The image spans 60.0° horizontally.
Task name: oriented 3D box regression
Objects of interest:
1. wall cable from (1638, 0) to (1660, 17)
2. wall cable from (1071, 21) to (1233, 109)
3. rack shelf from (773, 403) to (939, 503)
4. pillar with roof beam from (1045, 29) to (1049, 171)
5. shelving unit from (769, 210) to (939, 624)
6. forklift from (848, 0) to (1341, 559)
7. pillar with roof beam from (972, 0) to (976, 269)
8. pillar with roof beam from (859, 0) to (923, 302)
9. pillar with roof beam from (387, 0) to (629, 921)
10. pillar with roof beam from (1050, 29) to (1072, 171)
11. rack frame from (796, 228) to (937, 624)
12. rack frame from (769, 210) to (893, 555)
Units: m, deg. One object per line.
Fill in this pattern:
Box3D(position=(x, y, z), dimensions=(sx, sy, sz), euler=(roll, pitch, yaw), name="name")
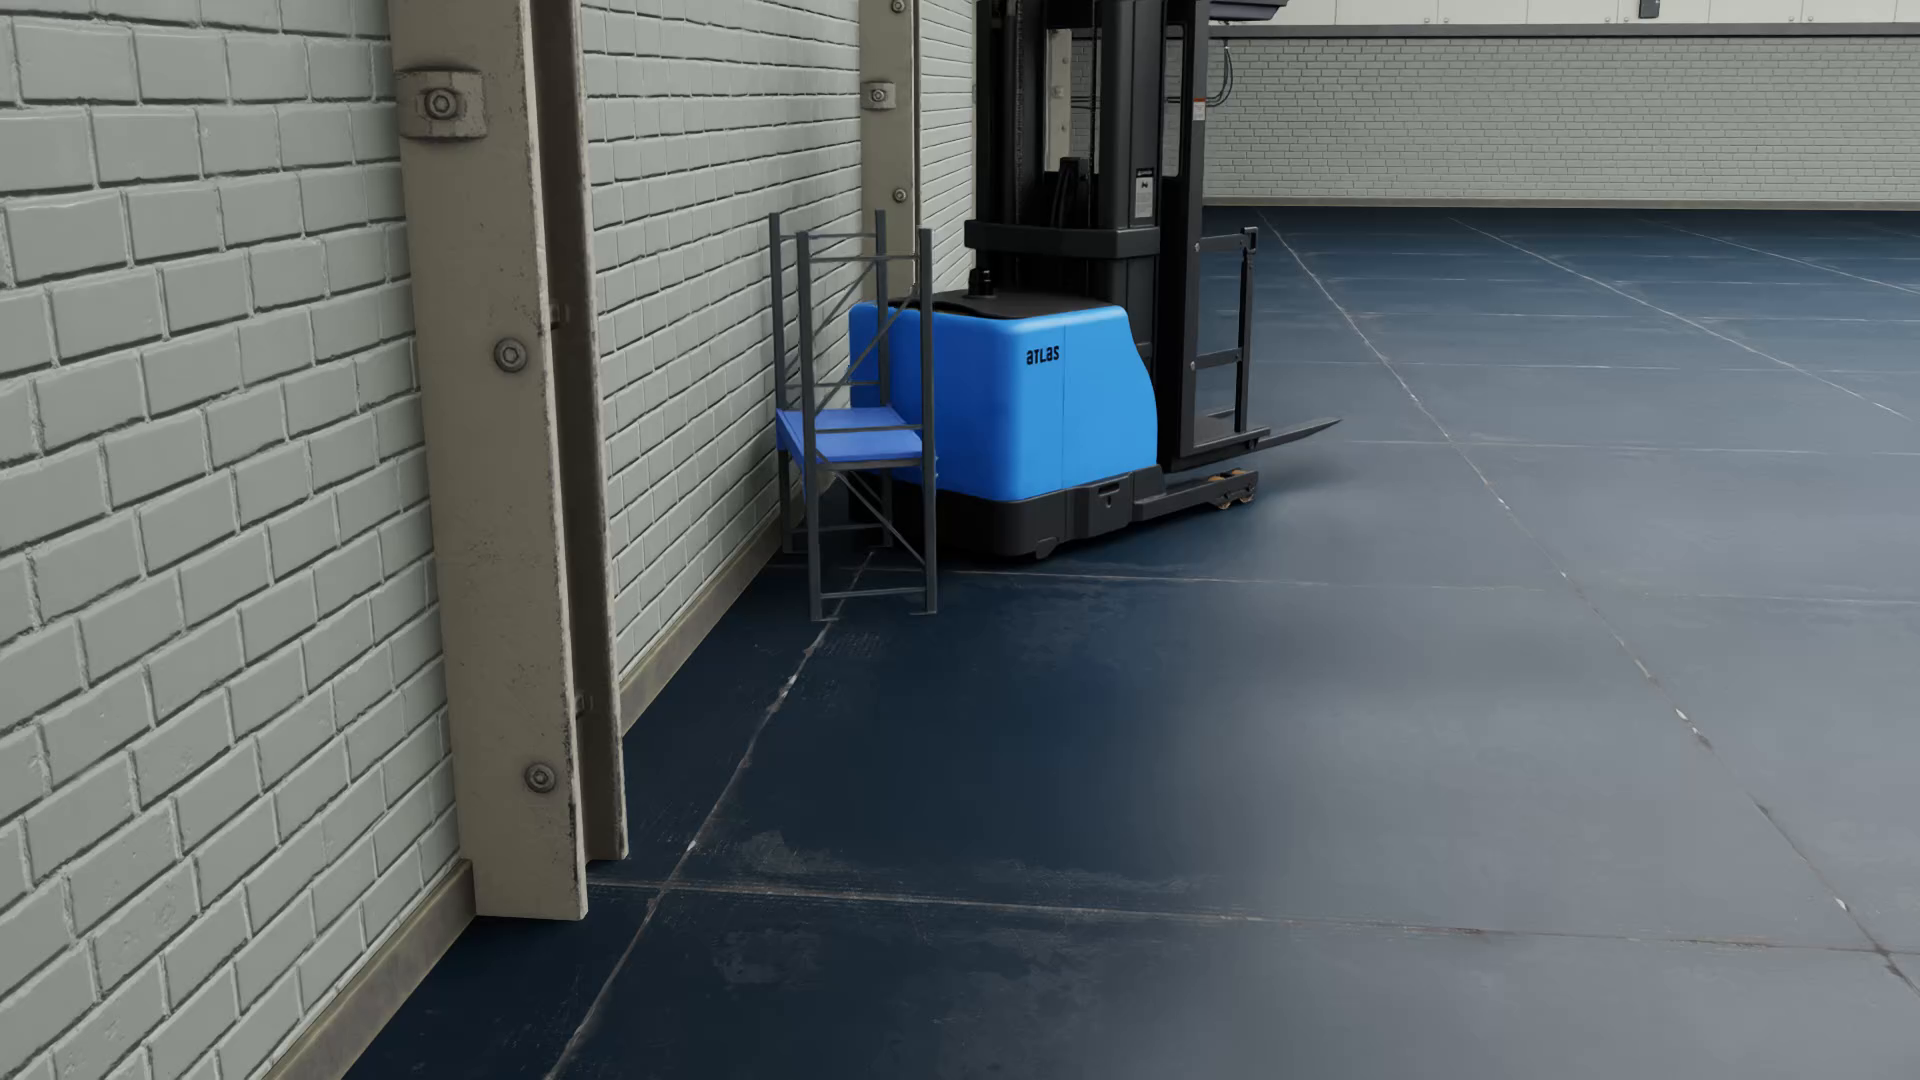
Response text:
Box3D(position=(12.709, -11.758, 27.391), dimensions=(2.305, 6.003, 0.169), euler=(2, 15, 6), name="wall cable")
Box3D(position=(3.278, -8.901, 29.289), dimensions=(3.097, 2.526, 0.112), euler=(2, 15, 6), name="wall cable")
Box3D(position=(-0.449, -0.374, 6.850), dimensions=(0.538, 0.185, 1.000), euler=(-4, 16, -11), name="rack shelf")
Box3D(position=(5.232, -7.992, 19.978), dimensions=(9.100, 9.000, 0.400), euler=(2, 15, 6), name="pillar with roof beam")
Box3D(position=(-0.451, -0.547, 6.803), dimensions=(0.538, 1.500, 1.048), euler=(-4, 16, -11), name="shelving unit")
Box3D(position=(0.854, -1.645, 8.129), dimensions=(1.130, 2.935, 3.031), euler=(14, 20, 41), name="forklift")
Box3D(position=(4.555, -6.436, 14.223), dimensions=(9.100, 9.000, 0.400), euler=(2, 15, 6), name="pillar with roof beam")
Box3D(position=(3.878, -4.880, 8.468), dimensions=(9.100, 9.000, 0.400), euler=(2, 15, 6), name="pillar with roof beam")
Box3D(position=(3.201, -3.323, 2.713), dimensions=(9.100, 9.000, 0.400), euler=(2, 15, 6), name="pillar with roof beam")
Box3D(position=(5.909, -9.548, 25.733), dimensions=(9.100, 9.000, 0.400), euler=(2, 15, 6), name="pillar with roof beam")
Box3D(position=(-0.345, -0.418, 6.323), dimensions=(0.500, 1.500, 0.032), euler=(-4, 16, -11), name="rack frame")
Box3D(position=(-0.557, -0.677, 7.283), dimensions=(0.500, 1.500, 0.032), euler=(-4, 16, -11), name="rack frame")
